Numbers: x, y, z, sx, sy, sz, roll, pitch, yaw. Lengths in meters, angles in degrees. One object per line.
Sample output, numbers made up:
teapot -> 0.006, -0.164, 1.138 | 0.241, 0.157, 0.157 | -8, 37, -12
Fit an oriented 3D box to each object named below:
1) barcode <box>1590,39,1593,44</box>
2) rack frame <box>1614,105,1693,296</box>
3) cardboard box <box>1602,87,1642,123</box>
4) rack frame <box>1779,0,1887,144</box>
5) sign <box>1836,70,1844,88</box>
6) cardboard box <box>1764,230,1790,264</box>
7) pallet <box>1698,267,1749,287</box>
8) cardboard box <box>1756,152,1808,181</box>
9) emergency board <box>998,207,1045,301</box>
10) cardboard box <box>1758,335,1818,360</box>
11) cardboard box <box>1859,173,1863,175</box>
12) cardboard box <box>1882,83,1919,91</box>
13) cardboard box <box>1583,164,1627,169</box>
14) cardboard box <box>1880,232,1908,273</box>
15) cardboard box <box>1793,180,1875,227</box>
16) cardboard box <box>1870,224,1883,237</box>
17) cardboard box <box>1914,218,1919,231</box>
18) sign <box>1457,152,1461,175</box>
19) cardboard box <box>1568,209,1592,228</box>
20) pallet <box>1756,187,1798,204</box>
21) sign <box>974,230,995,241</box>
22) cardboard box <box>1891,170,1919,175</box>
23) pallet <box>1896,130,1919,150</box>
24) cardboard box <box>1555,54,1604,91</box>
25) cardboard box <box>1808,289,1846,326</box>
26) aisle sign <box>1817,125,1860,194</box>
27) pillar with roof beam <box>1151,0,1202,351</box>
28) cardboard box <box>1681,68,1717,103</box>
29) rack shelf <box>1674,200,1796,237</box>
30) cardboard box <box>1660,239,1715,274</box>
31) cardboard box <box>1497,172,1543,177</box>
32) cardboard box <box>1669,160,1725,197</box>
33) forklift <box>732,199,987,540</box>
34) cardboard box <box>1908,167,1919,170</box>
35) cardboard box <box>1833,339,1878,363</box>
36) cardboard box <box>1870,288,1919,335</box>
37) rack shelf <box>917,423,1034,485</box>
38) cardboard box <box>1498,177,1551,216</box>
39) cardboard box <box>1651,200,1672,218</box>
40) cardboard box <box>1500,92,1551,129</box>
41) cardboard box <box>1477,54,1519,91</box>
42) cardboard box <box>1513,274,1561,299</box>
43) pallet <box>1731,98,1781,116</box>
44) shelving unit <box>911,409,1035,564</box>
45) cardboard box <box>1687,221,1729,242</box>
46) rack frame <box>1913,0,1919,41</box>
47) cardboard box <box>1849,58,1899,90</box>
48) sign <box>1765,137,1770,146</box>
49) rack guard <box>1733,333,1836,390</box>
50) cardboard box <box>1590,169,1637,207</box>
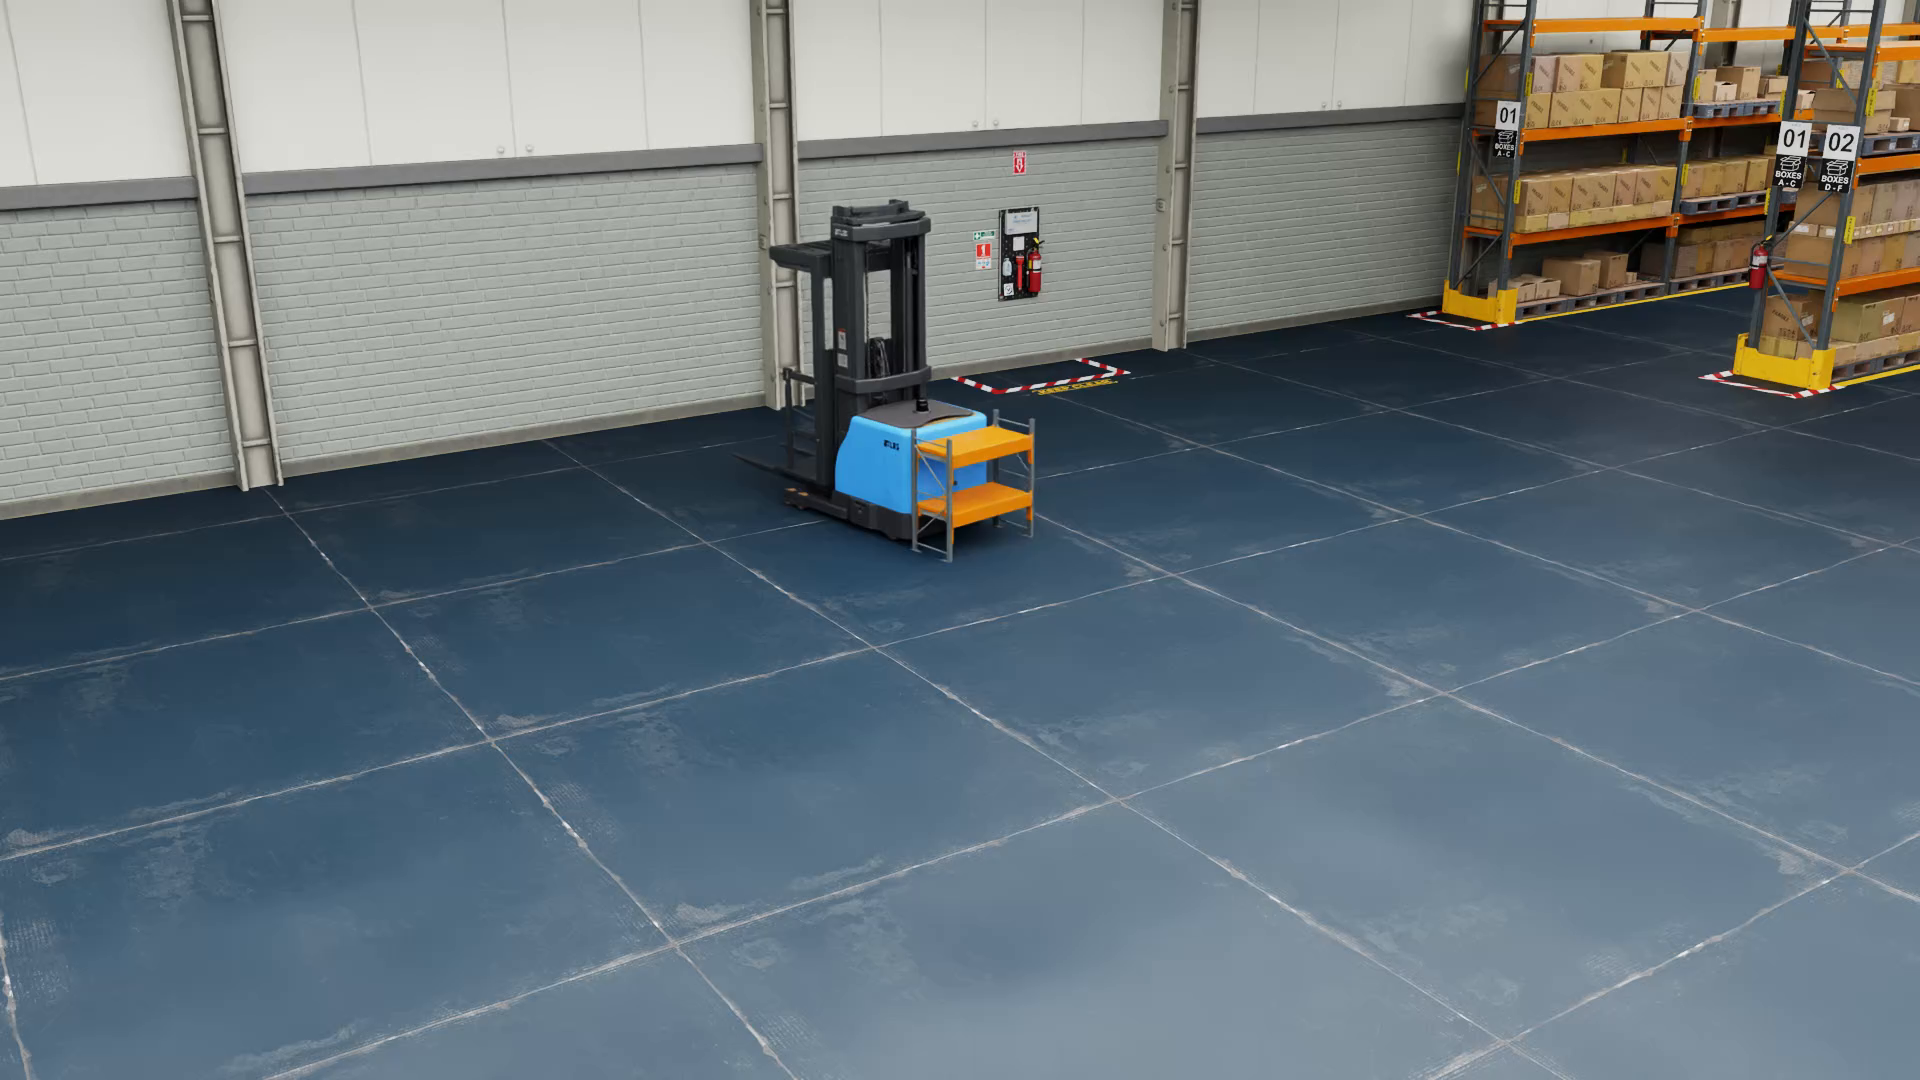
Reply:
barcode -> 9.749, -7.697, 25.680 | 0.075, 0.075, 0.001 | -12, 22, -31
rack frame -> 11.147, -5.506, 26.848 | 0.127, 3.000, 1.000 | -12, 22, -31
cardboard box -> 9.990, -6.636, 25.318 | 0.500, 0.500, 0.500 | -13, 23, -33
rack frame -> 10.534, -6.319, 19.886 | 0.127, 3.000, 1.000 | -12, 22, -31
sign -> 14.784, -7.731, 27.939 | 0.005, 0.325, 0.100 | -12, 22, -31
cardboard box -> 13.915, -5.094, 28.846 | 0.500, 0.500, 0.700 | -12, 22, -31
pallet -> 12.816, -4.539, 28.341 | 1.213, 0.211, 1.003 | -12, 22, -31
cardboard box -> 14.101, -6.381, 28.593 | 0.500, 0.500, 0.700 | -15, 24, -38
emergency board -> 0.819, -3.674, 21.430 | 0.643, 1.169, 0.194 | -12, 22, -31
cardboard box -> 10.819, -2.547, 21.733 | 0.500, 0.250, 0.500 | -12, 22, -31
cardboard box -> 15.477, -6.515, 29.182 | 0.500, 0.500, 0.500 | -11, 22, -30
cardboard box -> 12.430, -5.661, 21.586 | 0.637, 0.503, 0.797 | -9, 21, -25
cardboard box -> 10.205, -5.683, 26.403 | 0.500, 0.500, 0.500 | -12, 22, -32
cardboard box -> 11.784, -3.783, 21.595 | 0.500, 0.500, 0.700 | -12, 22, -31
cardboard box -> 10.975, -4.227, 20.884 | 0.500, 0.500, 0.700 | -12, 22, -31
cardboard box -> 11.408, -3.934, 21.030 | 0.250, 0.149, 0.380 | -12, 22, -31
cardboard box -> 12.264, -4.114, 21.561 | 0.250, 0.149, 0.380 | -12, 22, -31
sign -> 7.518, -5.652, 24.978 | 0.005, 0.325, 0.100 | -12, 22, -31
cardboard box -> 9.243, -4.925, 25.331 | 0.500, 0.250, 0.500 | -12, 22, -32
pallet -> 13.951, -5.966, 28.507 | 1.003, 0.211, 1.213 | -12, 22, -31
sign -> 0.309, -3.871, 21.128 | 0.331, 0.109, 0.001 | -12, 22, -31
cardboard box -> 12.667, -4.587, 21.946 | 0.500, 0.500, 0.700 | -12, 22, -31
pallet -> 12.158, -5.190, 21.368 | 1.213, 0.211, 1.003 | -12, 22, -31
cardboard box -> 9.130, -6.924, 24.610 | 0.500, 0.500, 0.500 | -11, 22, -30
cardboard box -> 11.645, -3.083, 22.147 | 0.500, 0.500, 0.500 | -12, 22, -31
aisle sign -> 10.647, -4.615, 20.154 | 0.004, 0.787, 0.394 | -12, 22, -31
pillar with roof beam -> 5.272, -5.790, 18.320 | 0.400, 9.000, 9.100 | -12, 22, -31
cardboard box -> 11.647, -7.248, 26.506 | 0.500, 0.500, 0.500 | -9, 20, -24
rack shelf -> 12.817, -5.518, 28.005 | 4.000, 0.370, 1.077 | -12, 22, -31
cardboard box -> 12.156, -4.769, 27.884 | 0.500, 0.500, 0.700 | -12, 22, -32
cardboard box -> 8.509, -5.321, 25.333 | 0.500, 0.500, 0.500 | -12, 22, -31
cardboard box -> 12.061, -5.939, 27.285 | 0.500, 0.500, 0.700 | -9, 21, -26
forklift -> -1.098, -1.782, 15.938 | 1.130, 2.935, 3.031 | -16, 25, -40
cardboard box -> 17.161, -6.872, 30.236 | 0.500, 0.500, 0.500 | -12, 22, -31
cardboard box -> 11.520, -2.498, 21.587 | 0.500, 0.250, 0.500 | -12, 22, -31
cardboard box -> 12.358, -3.027, 21.983 | 0.500, 0.500, 0.500 | -12, 22, -31
rack shelf -> 0.121, -0.775, 14.866 | 1.000, 0.278, 0.538 | -17, 25, -40
cardboard box -> 8.370, -5.099, 24.676 | 0.500, 0.500, 0.500 | -12, 22, -31
cardboard box -> 10.918, -5.280, 26.382 | 0.500, 0.250, 0.500 | -12, 22, -31
cardboard box -> 8.223, -6.272, 24.241 | 0.500, 0.500, 0.500 | -11, 22, -30
cardboard box -> 8.022, -6.899, 24.536 | 0.500, 0.500, 0.500 | -11, 21, -29
cardboard box -> 8.910, -3.935, 25.711 | 0.500, 0.311, 0.500 | -10, 21, -27
pallet -> 12.586, -7.102, 27.178 | 1.003, 0.211, 1.213 | -12, 22, -31
shelving unit -> 0.121, -0.497, 14.960 | 1.048, 1.125, 0.538 | -17, 25, -40
cardboard box -> 12.551, -5.191, 27.961 | 0.500, 0.250, 0.500 | -13, 22, -33
rack frame -> 17.828, -9.757, 30.056 | 0.127, 3.000, 1.000 | -12, 22, -31
cardboard box -> 16.150, -8.280, 29.526 | 0.500, 0.500, 0.700 | -12, 22, -31
sign -> 14.180, -6.907, 29.184 | 0.005, 0.325, 0.100 | -12, 22, -31
rack guard -> 10.514, -2.289, 21.235 | 0.348, 0.500, 1.175 | -12, 22, -31
cardboard box -> 10.082, -5.459, 25.740 | 0.500, 0.500, 0.500 | -13, 22, -33
